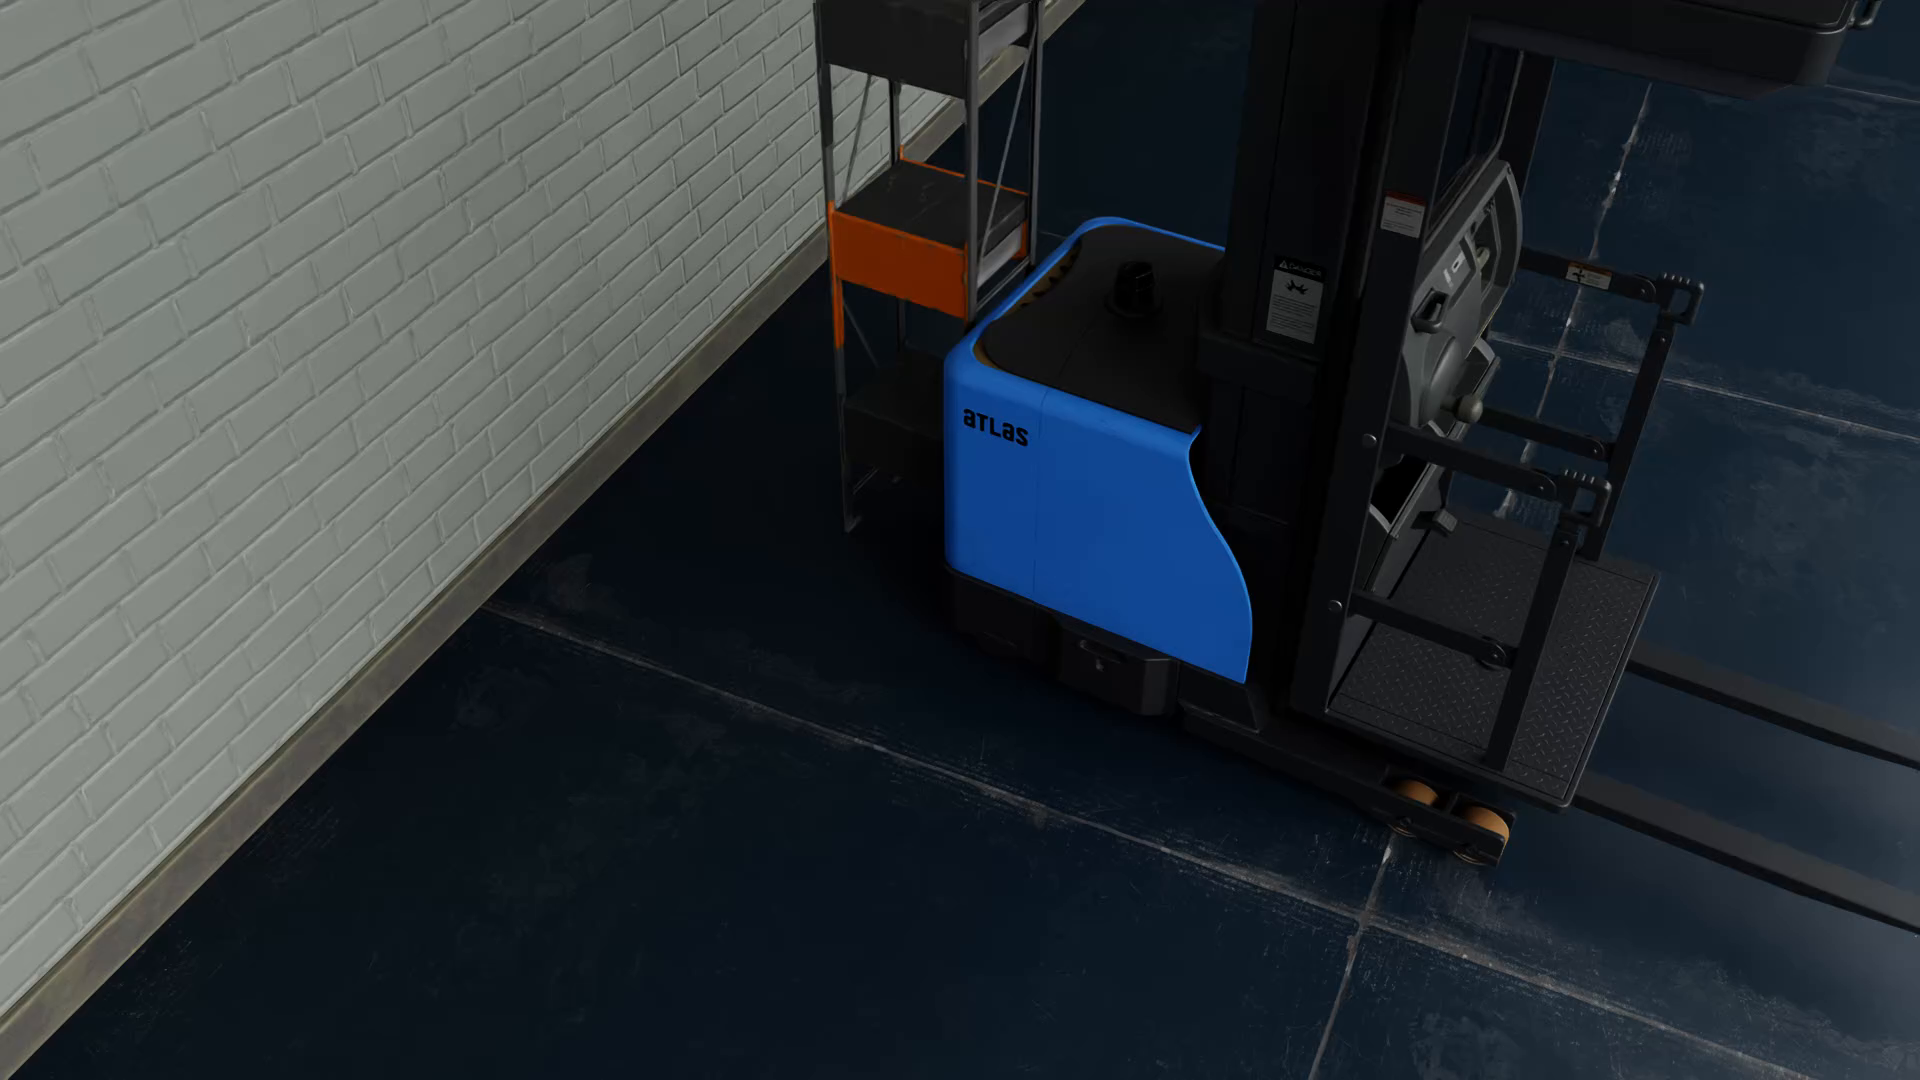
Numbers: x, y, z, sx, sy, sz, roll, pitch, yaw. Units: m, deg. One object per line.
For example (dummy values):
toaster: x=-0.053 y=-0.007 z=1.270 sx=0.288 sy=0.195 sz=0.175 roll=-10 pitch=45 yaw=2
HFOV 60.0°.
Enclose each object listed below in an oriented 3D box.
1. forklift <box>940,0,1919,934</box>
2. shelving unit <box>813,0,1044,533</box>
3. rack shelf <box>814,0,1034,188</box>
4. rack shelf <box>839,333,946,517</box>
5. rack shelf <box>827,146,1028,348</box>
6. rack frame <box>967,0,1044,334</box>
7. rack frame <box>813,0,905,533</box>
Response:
forklift: x=1.468 y=-0.593 z=4.197 sx=3.031 sy=2.935 sz=1.130 roll=21 pitch=45 yaw=23
shelving unit: x=-0.083 y=-0.852 z=5.130 sx=0.503 sy=2.100 sz=0.431 roll=21 pitch=45 yaw=23
rack shelf: x=-0.083 y=-1.370 z=4.680 sx=0.480 sy=0.518 sz=0.431 roll=21 pitch=45 yaw=23
rack shelf: x=-0.083 y=-0.312 z=5.597 sx=0.480 sy=0.518 sz=0.431 roll=21 pitch=45 yaw=23
rack shelf: x=-0.083 y=-0.841 z=5.138 sx=0.480 sy=0.518 sz=0.431 roll=21 pitch=45 yaw=23
rack frame: x=0.127 y=-0.771 z=5.036 sx=0.015 sy=2.100 sz=0.400 roll=21 pitch=45 yaw=23
rack frame: x=-0.293 y=-0.933 z=5.223 sx=0.015 sy=2.100 sz=0.400 roll=21 pitch=45 yaw=23
